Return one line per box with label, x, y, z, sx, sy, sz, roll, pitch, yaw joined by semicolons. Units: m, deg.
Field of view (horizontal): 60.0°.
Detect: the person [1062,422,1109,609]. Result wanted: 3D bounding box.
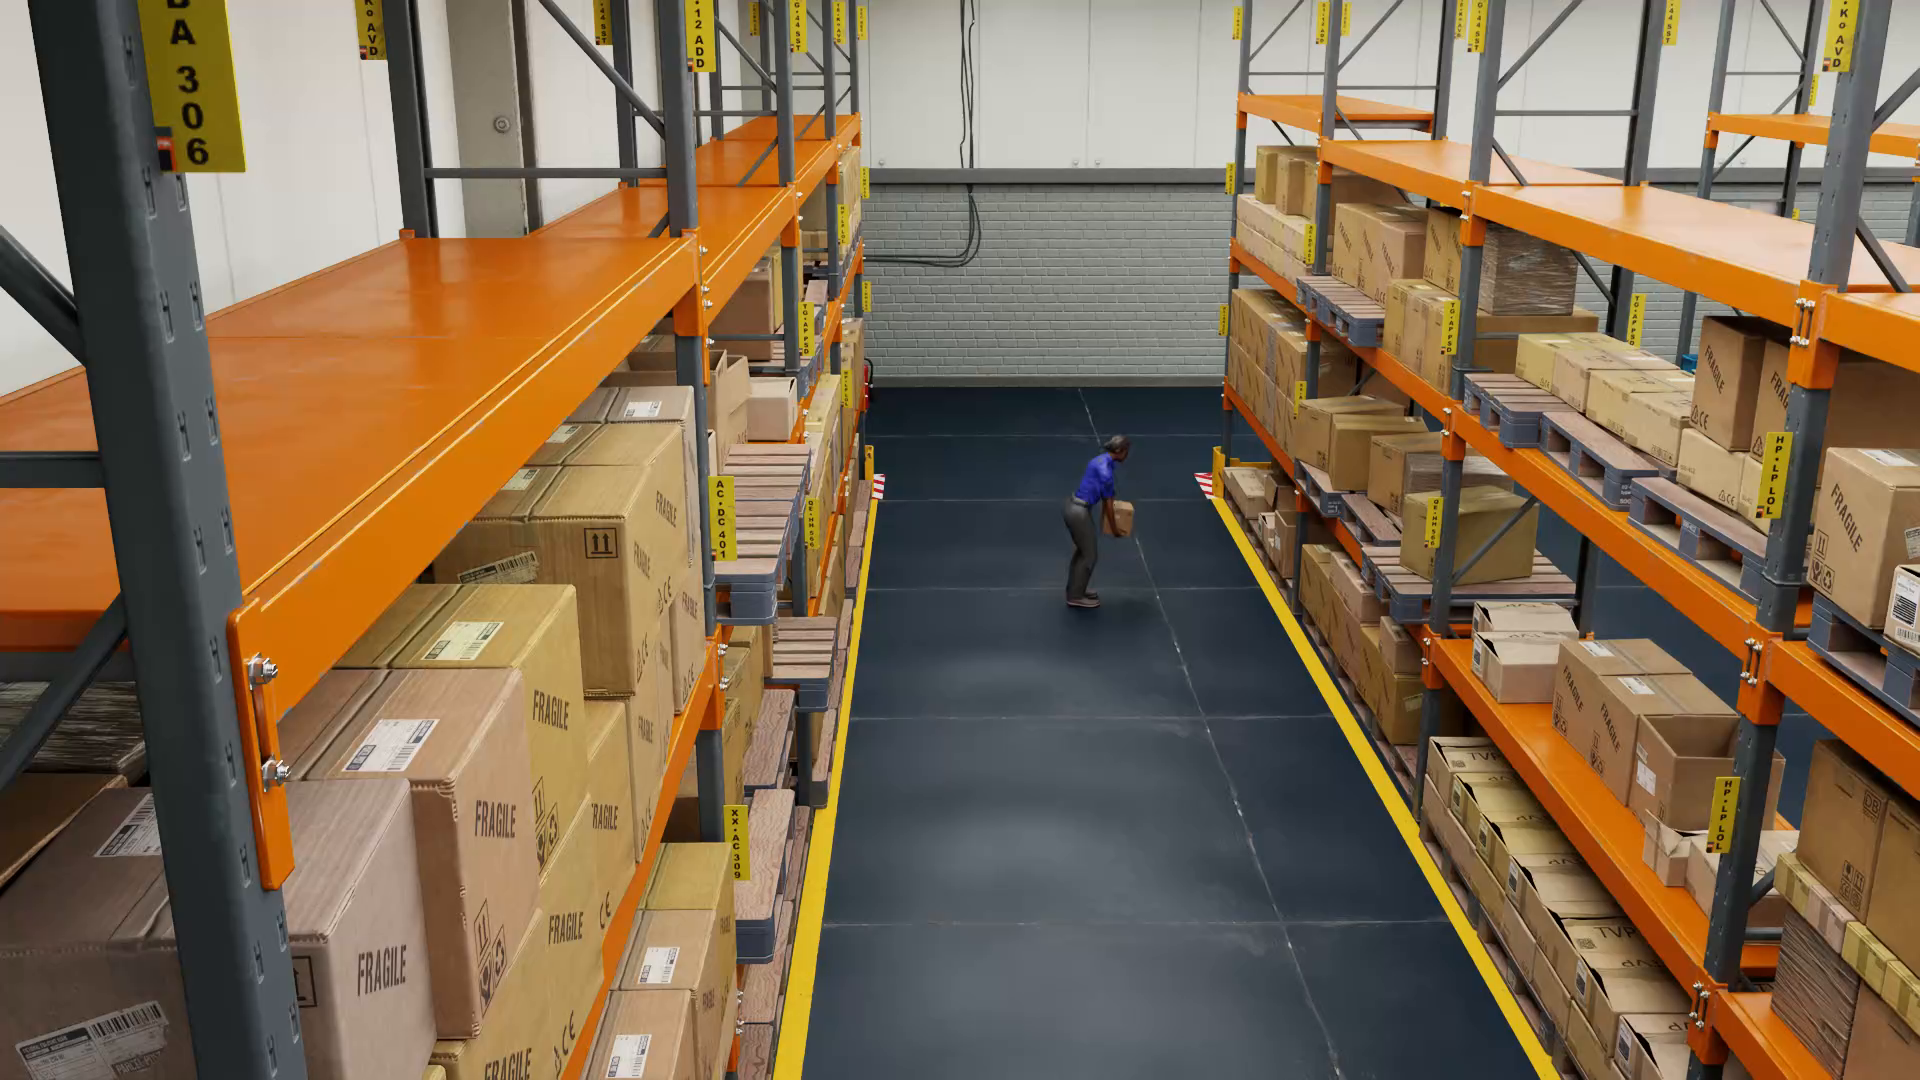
person;1.121;-0.242;14.843;0.405;1.663;0.479;-1;17;-2
